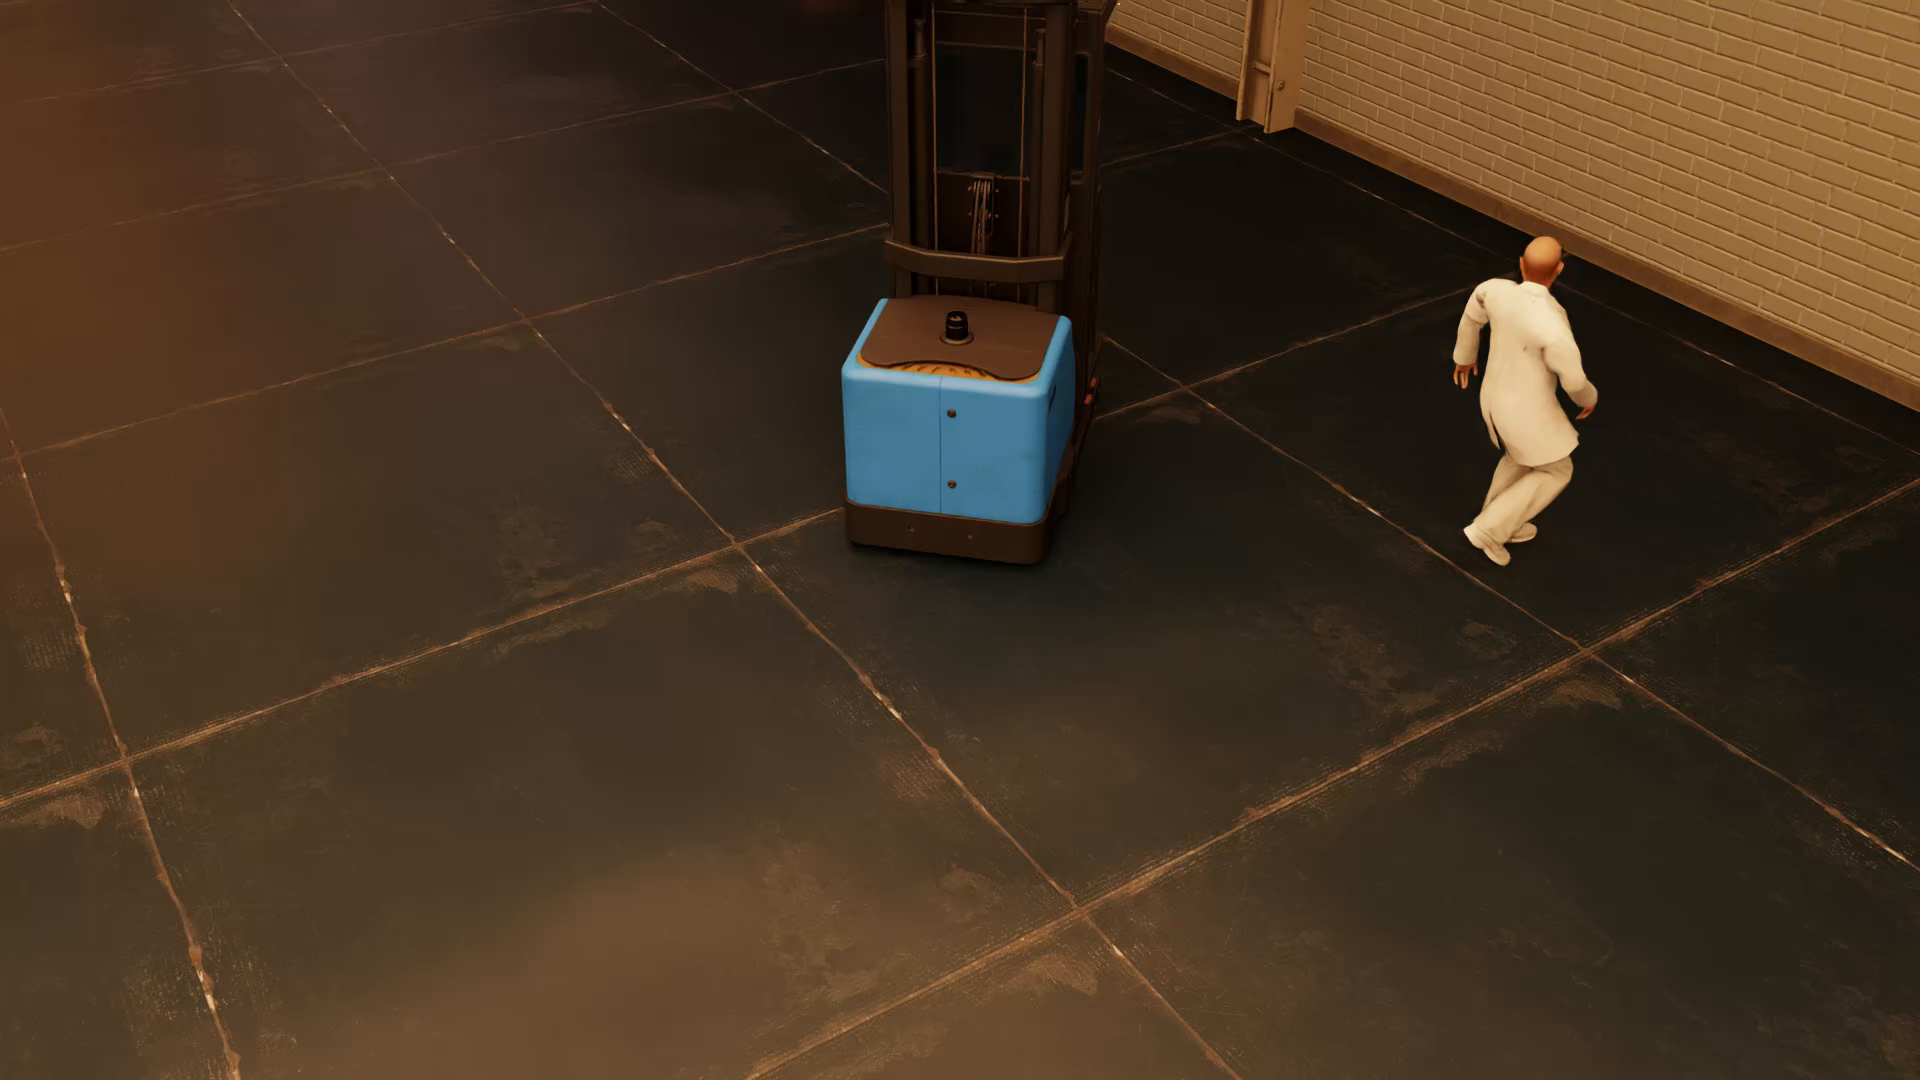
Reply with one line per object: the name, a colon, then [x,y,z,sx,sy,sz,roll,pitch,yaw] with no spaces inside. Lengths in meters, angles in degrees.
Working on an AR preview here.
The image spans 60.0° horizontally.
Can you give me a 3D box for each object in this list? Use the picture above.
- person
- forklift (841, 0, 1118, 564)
person: [2.764,-0.698,8.189,0.553,1.736,0.804,-8,36,-12]
forklift: [0.220,-1.920,8.880,1.130,2.935,3.031,7,36,10]
